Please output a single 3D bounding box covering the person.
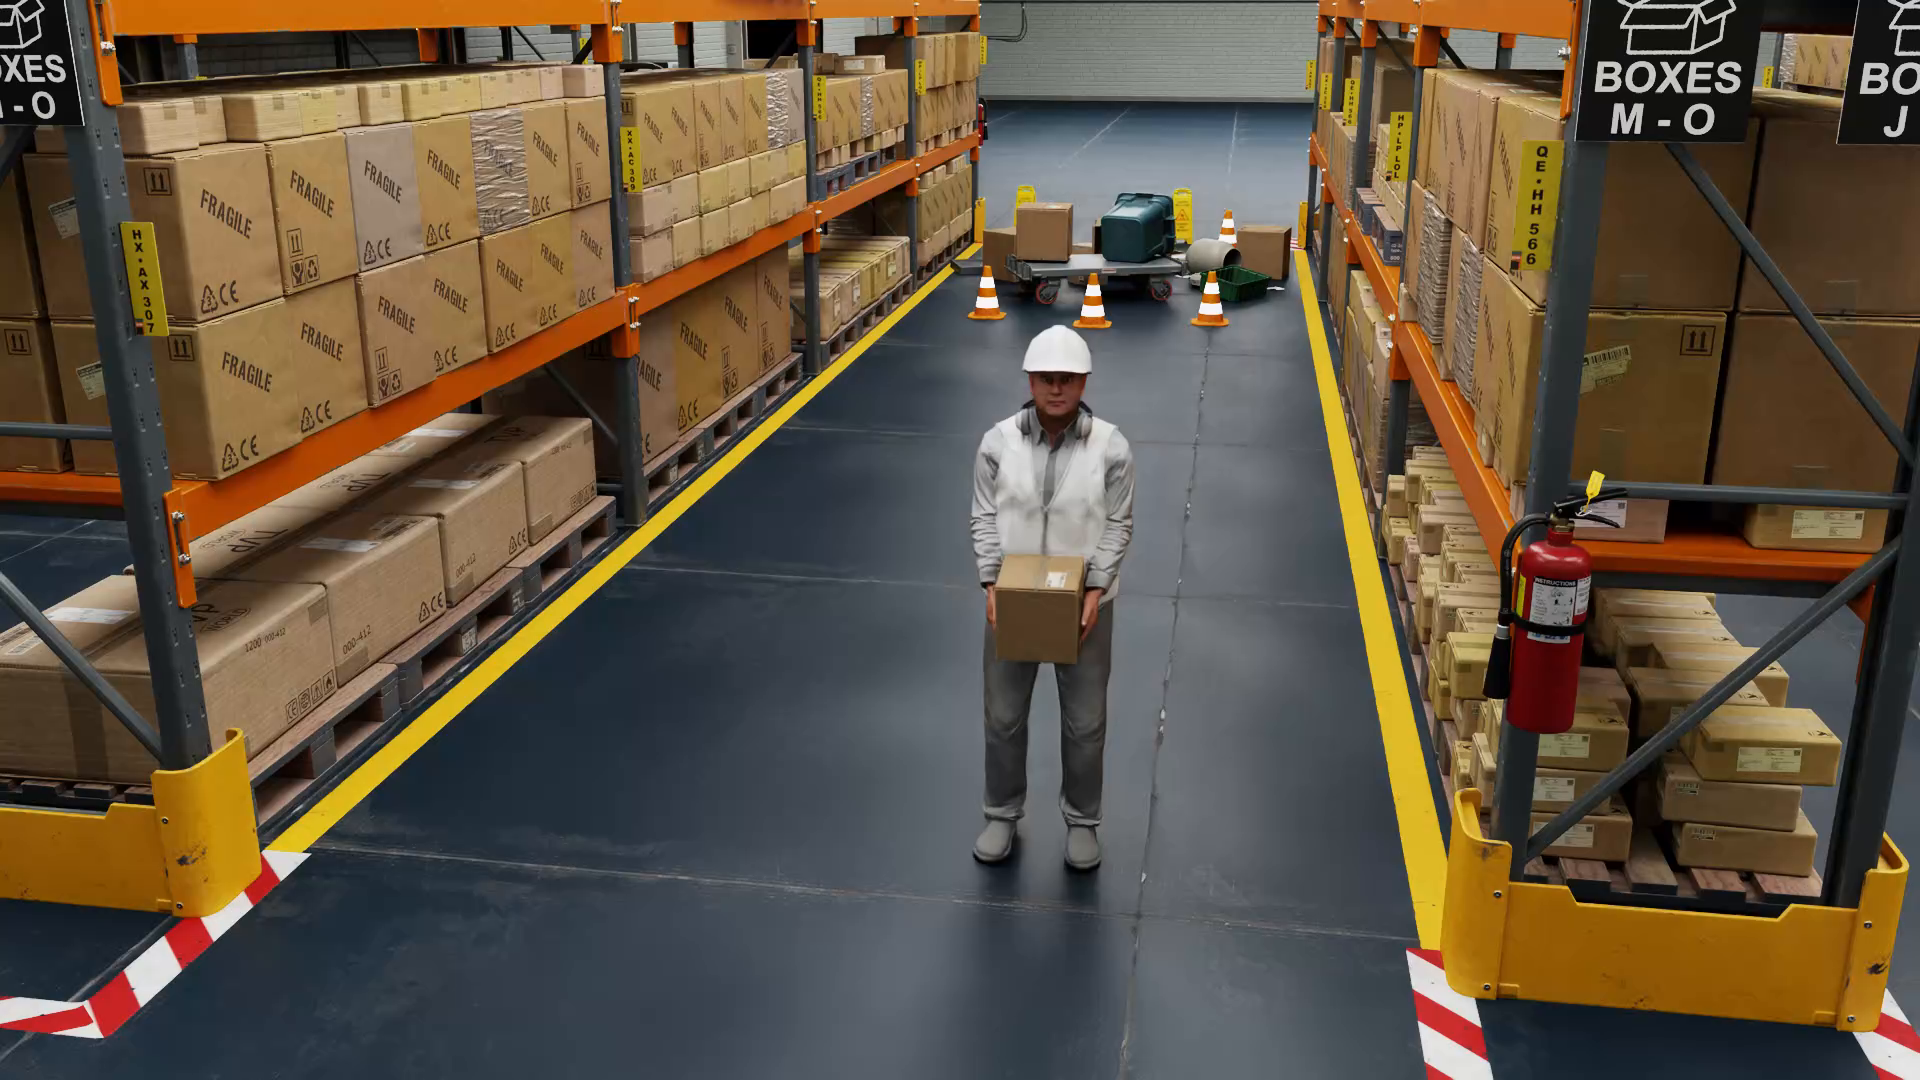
[{"bbox_3d":[0.281,0.211,5.342,0.519,1.778,0.529,3,18,8],"label":"person"}]
